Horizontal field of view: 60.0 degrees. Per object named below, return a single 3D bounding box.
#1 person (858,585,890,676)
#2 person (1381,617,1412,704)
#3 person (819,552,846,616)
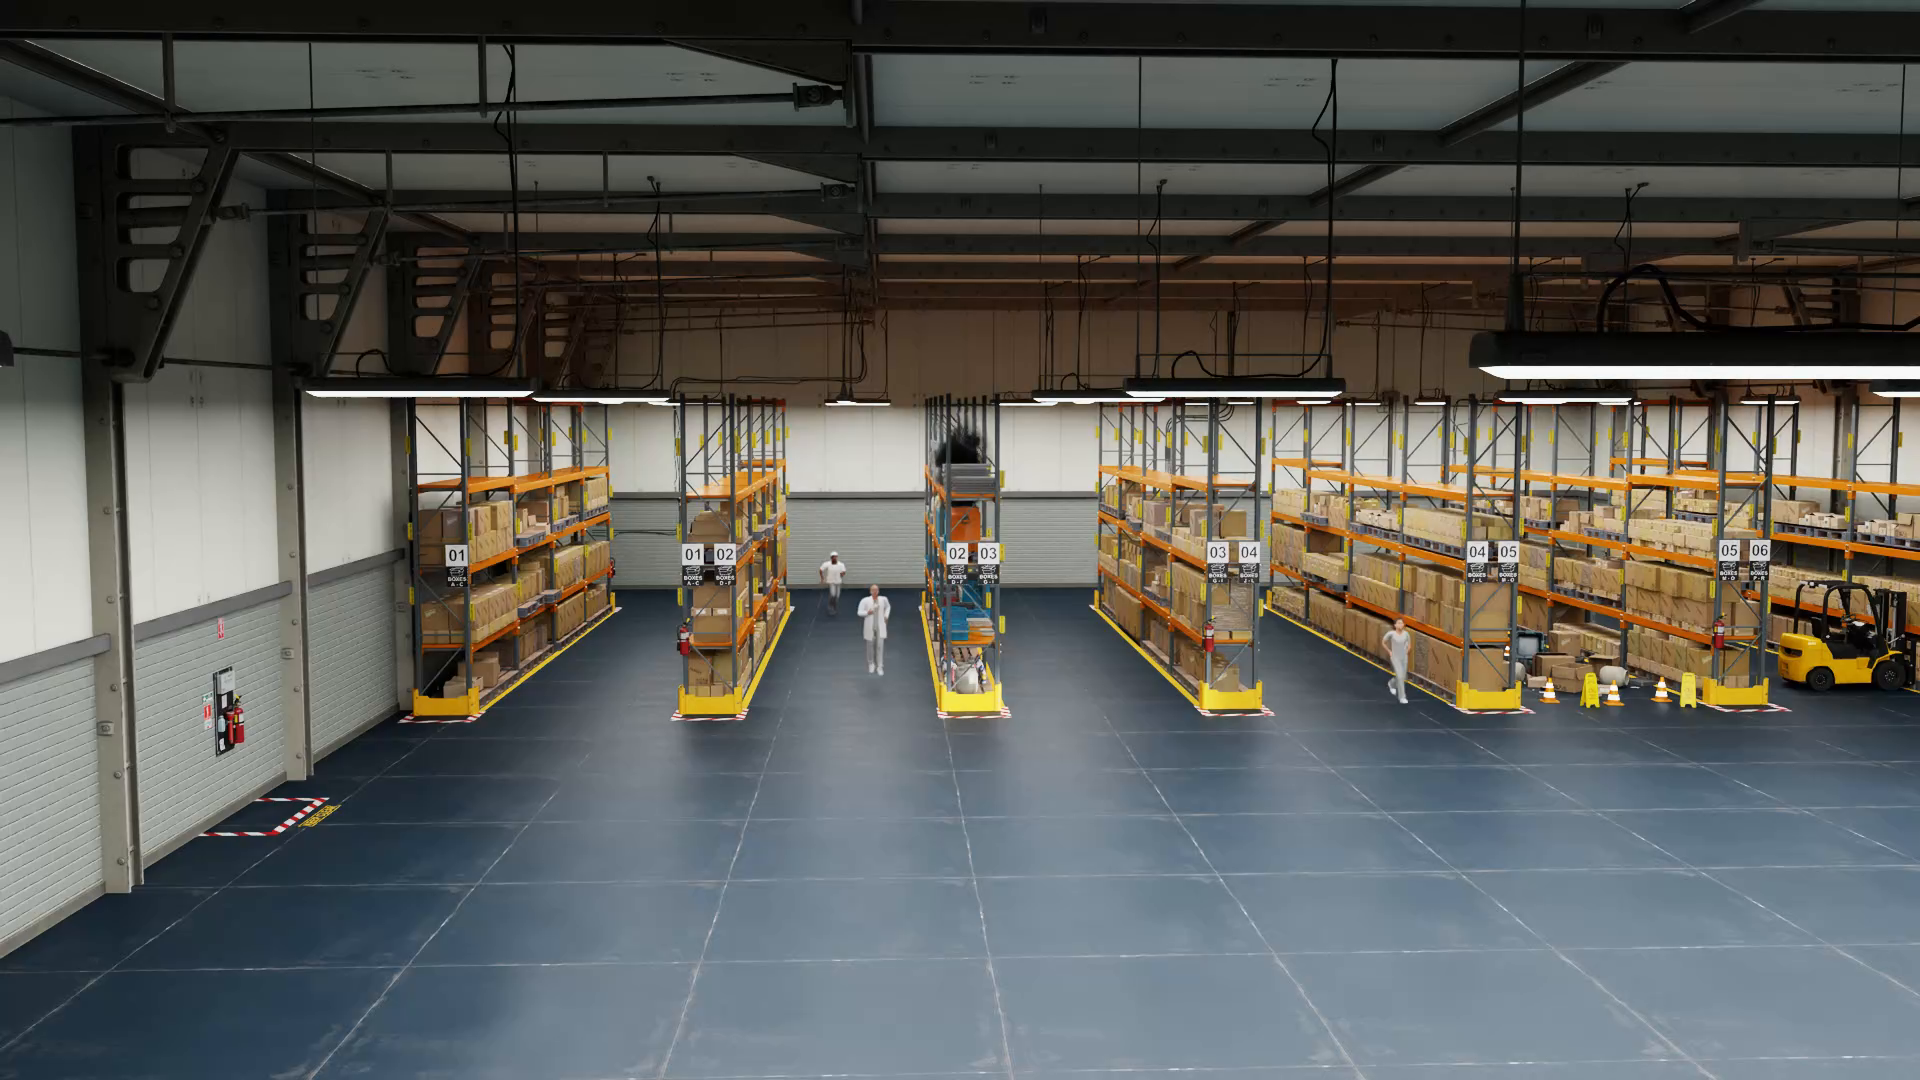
[{"bbox_3d":[-1.745,1.831,34.056,0.698,1.834,0.908,-1,5,-9],"label":"person"},{"bbox_3d":[8.525,2.320,32.383,0.578,1.644,0.863,-1,5,-10],"label":"person"},{"bbox_3d":[-3.480,1.213,45.993,0.680,1.780,0.718,-2,5,-22],"label":"person"}]
